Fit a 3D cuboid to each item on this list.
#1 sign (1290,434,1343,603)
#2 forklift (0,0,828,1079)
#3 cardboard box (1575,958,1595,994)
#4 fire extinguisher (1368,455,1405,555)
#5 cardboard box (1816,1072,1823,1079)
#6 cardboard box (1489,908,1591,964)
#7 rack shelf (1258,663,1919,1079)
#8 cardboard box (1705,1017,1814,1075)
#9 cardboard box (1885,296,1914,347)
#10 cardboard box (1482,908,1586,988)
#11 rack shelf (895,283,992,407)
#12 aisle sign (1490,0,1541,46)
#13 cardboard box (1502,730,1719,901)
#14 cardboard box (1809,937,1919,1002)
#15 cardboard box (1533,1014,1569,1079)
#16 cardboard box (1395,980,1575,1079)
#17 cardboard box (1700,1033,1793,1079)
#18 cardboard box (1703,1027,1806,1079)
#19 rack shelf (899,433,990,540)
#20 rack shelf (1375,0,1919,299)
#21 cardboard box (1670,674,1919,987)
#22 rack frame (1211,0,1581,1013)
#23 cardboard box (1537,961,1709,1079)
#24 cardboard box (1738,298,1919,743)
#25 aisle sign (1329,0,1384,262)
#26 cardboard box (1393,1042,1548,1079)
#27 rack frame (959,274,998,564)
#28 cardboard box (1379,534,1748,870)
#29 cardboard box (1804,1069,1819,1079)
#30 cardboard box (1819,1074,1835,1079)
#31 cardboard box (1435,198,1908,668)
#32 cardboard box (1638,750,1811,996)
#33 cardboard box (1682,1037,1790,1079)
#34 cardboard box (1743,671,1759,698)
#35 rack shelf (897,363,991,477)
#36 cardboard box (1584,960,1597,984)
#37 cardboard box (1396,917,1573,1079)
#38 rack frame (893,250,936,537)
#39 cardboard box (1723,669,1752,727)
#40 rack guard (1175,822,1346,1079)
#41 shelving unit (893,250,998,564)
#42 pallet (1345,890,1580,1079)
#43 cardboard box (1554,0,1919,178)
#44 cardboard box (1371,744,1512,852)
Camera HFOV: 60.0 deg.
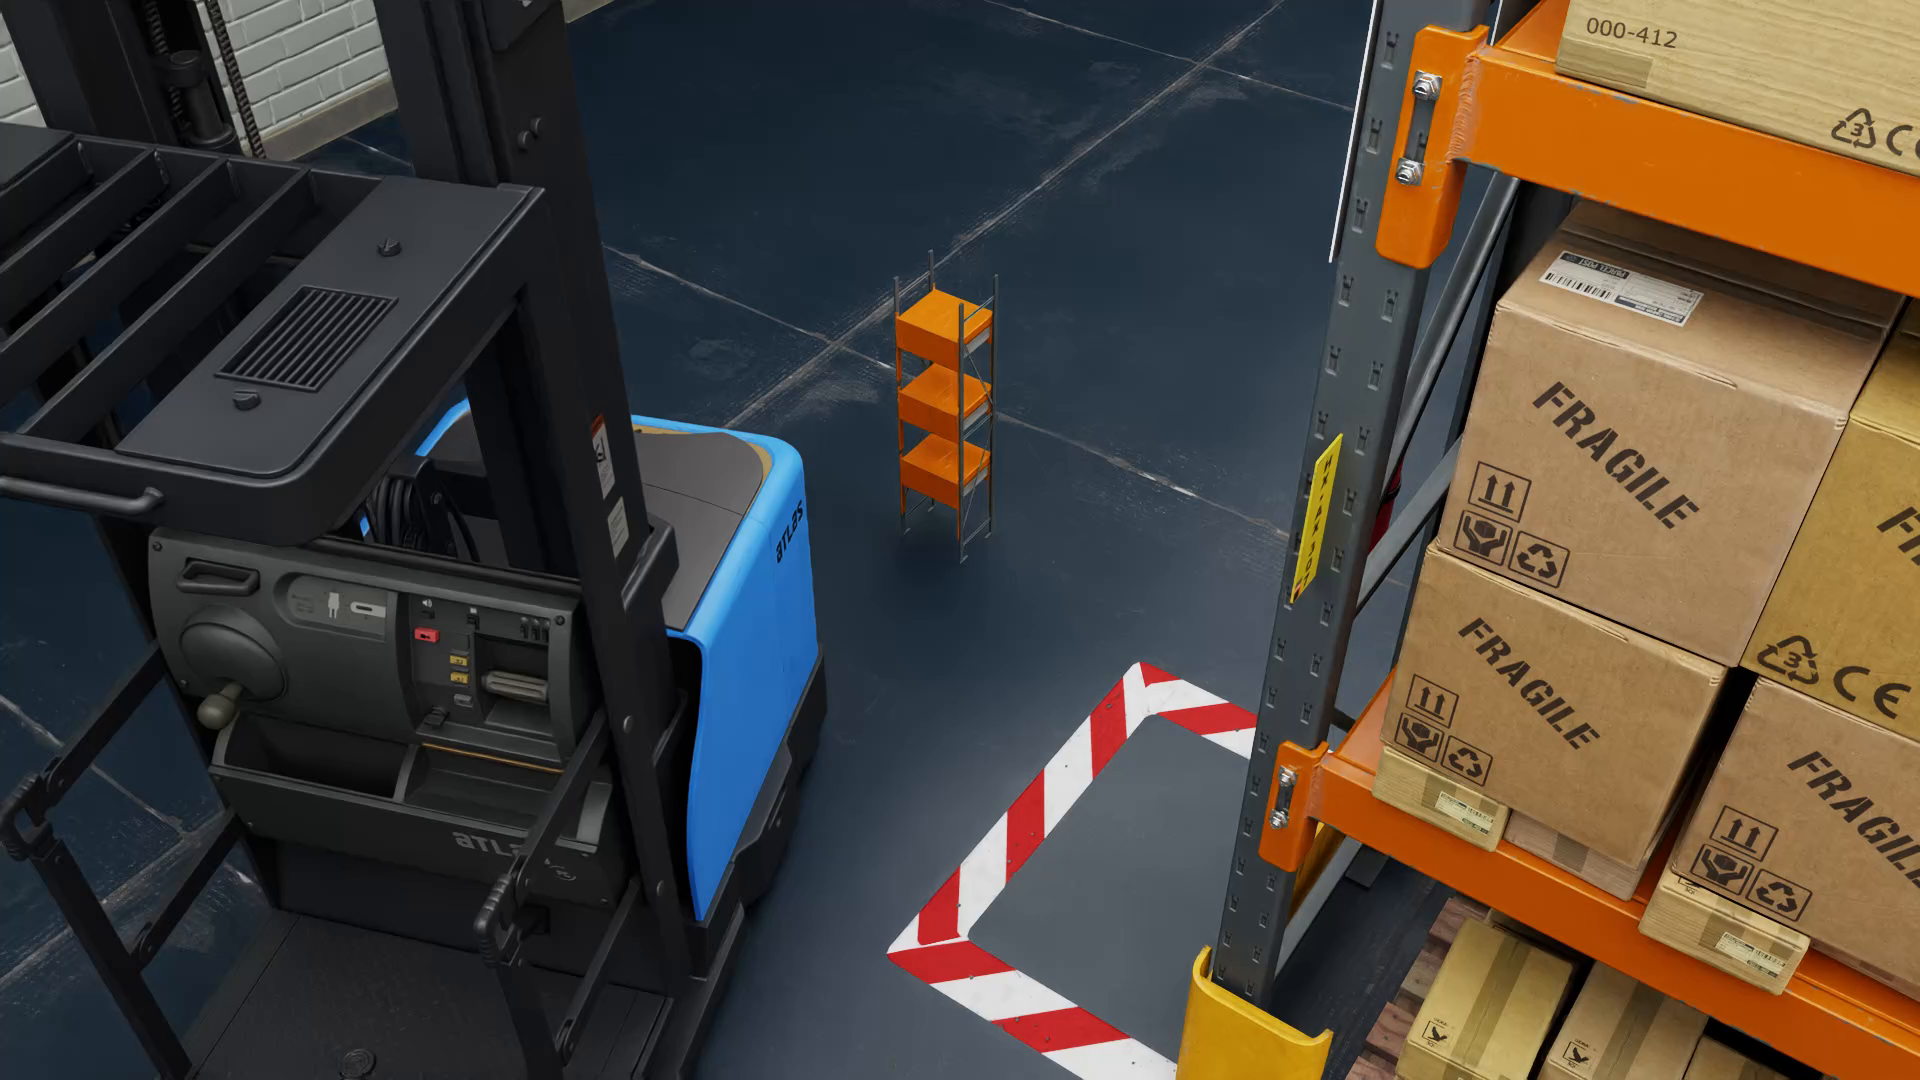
[{"bbox_3d":[0.620,-0.034,2.890,0.005,0.325,0.100,25,48,25],"label":"sign"},{"bbox_3d":[-1.257,0.317,3.198,1.130,2.935,3.031,9,43,10],"label":"forklift"},{"bbox_3d":[1.750,1.029,4.174,0.250,0.149,0.380,27,48,27],"label":"cardboard box"},{"bbox_3d":[0.990,-0.189,4.049,0.183,0.674,0.296,25,48,25],"label":"fire extinguisher"},{"bbox_3d":[2.114,1.191,3.770,0.250,0.149,0.380,25,47,25],"label":"cardboard box"},{"bbox_3d":[1.527,0.833,4.169,0.250,0.149,0.380,24,47,24],"label":"cardboard box"},{"bbox_3d":[2.568,1.026,2.893,4.000,0.370,1.077,25,48,25],"label":"rack shelf"},{"bbox_3d":[1.953,1.031,3.948,0.250,0.149,0.380,23,47,24],"label":"cardboard box"},{"bbox_3d":[1.448,-0.489,2.999,0.500,0.500,0.500,24,47,25],"label":"cardboard box"},{"bbox_3d":[1.482,0.986,4.222,0.250,0.149,0.380,26,48,26],"label":"cardboard box"},{"bbox_3d":[-0.044,-0.615,5.241,0.240,0.259,0.215,25,48,25],"label":"rack shelf"},{"bbox_3d":[1.043,-1.168,2.857,0.004,0.787,0.394,25,48,25],"label":"aisle sign"},{"bbox_3d":[1.240,0.464,3.171,0.250,0.149,0.380,27,48,27],"label":"cardboard box"},{"bbox_3d":[1.721,0.620,2.996,0.250,0.149,0.380,27,49,27],"label":"cardboard box"},{"bbox_3d":[1.437,1.329,3.838,0.250,0.149,0.380,25,47,25],"label":"cardboard box"},{"bbox_3d":[1.213,1.128,3.840,0.250,0.149,0.380,27,48,27],"label":"cardboard box"},{"bbox_3d":[1.655,1.309,3.638,0.250,0.149,0.380,26,48,26],"label":"cardboard box"},{"bbox_3d":[1.917,1.177,4.008,0.250,0.149,0.380,25,47,25],"label":"cardboard box"},{"bbox_3d":[-0.044,-0.197,5.615,0.240,0.259,0.215,25,48,25],"label":"rack shelf"},{"bbox_3d":[2.568,-0.092,1.893,4.000,0.370,1.077,25,48,25],"label":"rack shelf"},{"bbox_3d":[1.593,0.358,2.803,0.500,0.500,0.500,25,48,25],"label":"cardboard box"},{"bbox_3d":[0.931,-0.008,3.509,0.127,3.000,1.000,25,48,25],"label":"rack frame"},{"bbox_3d":[1.460,1.102,3.645,0.250,0.149,0.380,26,48,26],"label":"cardboard box"},{"bbox_3d":[1.563,-0.022,2.477,0.500,0.500,0.500,26,48,26],"label":"cardboard box"},{"bbox_3d":[0.699,-0.841,2.491,0.004,0.787,0.394,25,48,25],"label":"aisle sign"},{"bbox_3d":[1.176,1.273,3.900,0.250,0.149,0.380,26,48,26],"label":"cardboard box"},{"bbox_3d":[0.056,-0.365,5.371,0.008,1.050,0.200,25,48,25],"label":"rack frame"},{"bbox_3d":[1.140,0.167,3.016,0.500,0.500,0.500,27,49,27],"label":"cardboard box"},{"bbox_3d":[2.127,1.264,3.910,0.250,0.149,0.380,26,48,26],"label":"cardboard box"},{"bbox_3d":[1.843,1.318,3.404,0.250,0.149,0.380,23,47,23],"label":"cardboard box"},{"bbox_3d":[1.146,-0.212,2.689,0.500,0.500,0.500,25,47,25],"label":"cardboard box"},{"bbox_3d":[1.430,0.596,3.023,0.250,0.149,0.380,24,47,24],"label":"cardboard box"},{"bbox_3d":[1.592,1.269,3.460,0.250,0.149,0.380,25,47,25],"label":"cardboard box"},{"bbox_3d":[1.865,0.076,3.118,0.500,0.500,0.500,24,47,25],"label":"cardboard box"},{"bbox_3d":[-0.044,-0.404,5.430,0.240,0.259,0.215,25,48,25],"label":"rack shelf"},{"bbox_3d":[1.710,0.963,4.024,0.250,0.149,0.380,24,47,24],"label":"cardboard box"},{"bbox_3d":[1.165,1.062,3.690,0.250,0.149,0.380,23,47,24],"label":"cardboard box"},{"bbox_3d":[-0.144,-0.458,5.475,0.008,1.050,0.200,25,48,25],"label":"rack frame"},{"bbox_3d":[1.756,0.260,3.399,0.250,0.149,0.380,25,47,25],"label":"cardboard box"},{"bbox_3d":[0.993,0.953,4.310,0.348,0.500,1.175,25,48,25],"label":"rack guard"},{"bbox_3d":[-0.044,-0.412,5.423,0.252,1.050,0.215,25,48,25],"label":"shelving unit"},{"bbox_3d":[1.638,1.391,4.037,1.213,0.211,1.003,25,48,25],"label":"pallet"},{"bbox_3d":[1.152,-0.758,2.211,0.500,0.250,0.500,27,48,27],"label":"cardboard box"},{"bbox_3d":[1.008,0.389,3.254,0.250,0.149,0.380,25,47,25],"label":"cardboard box"}]
